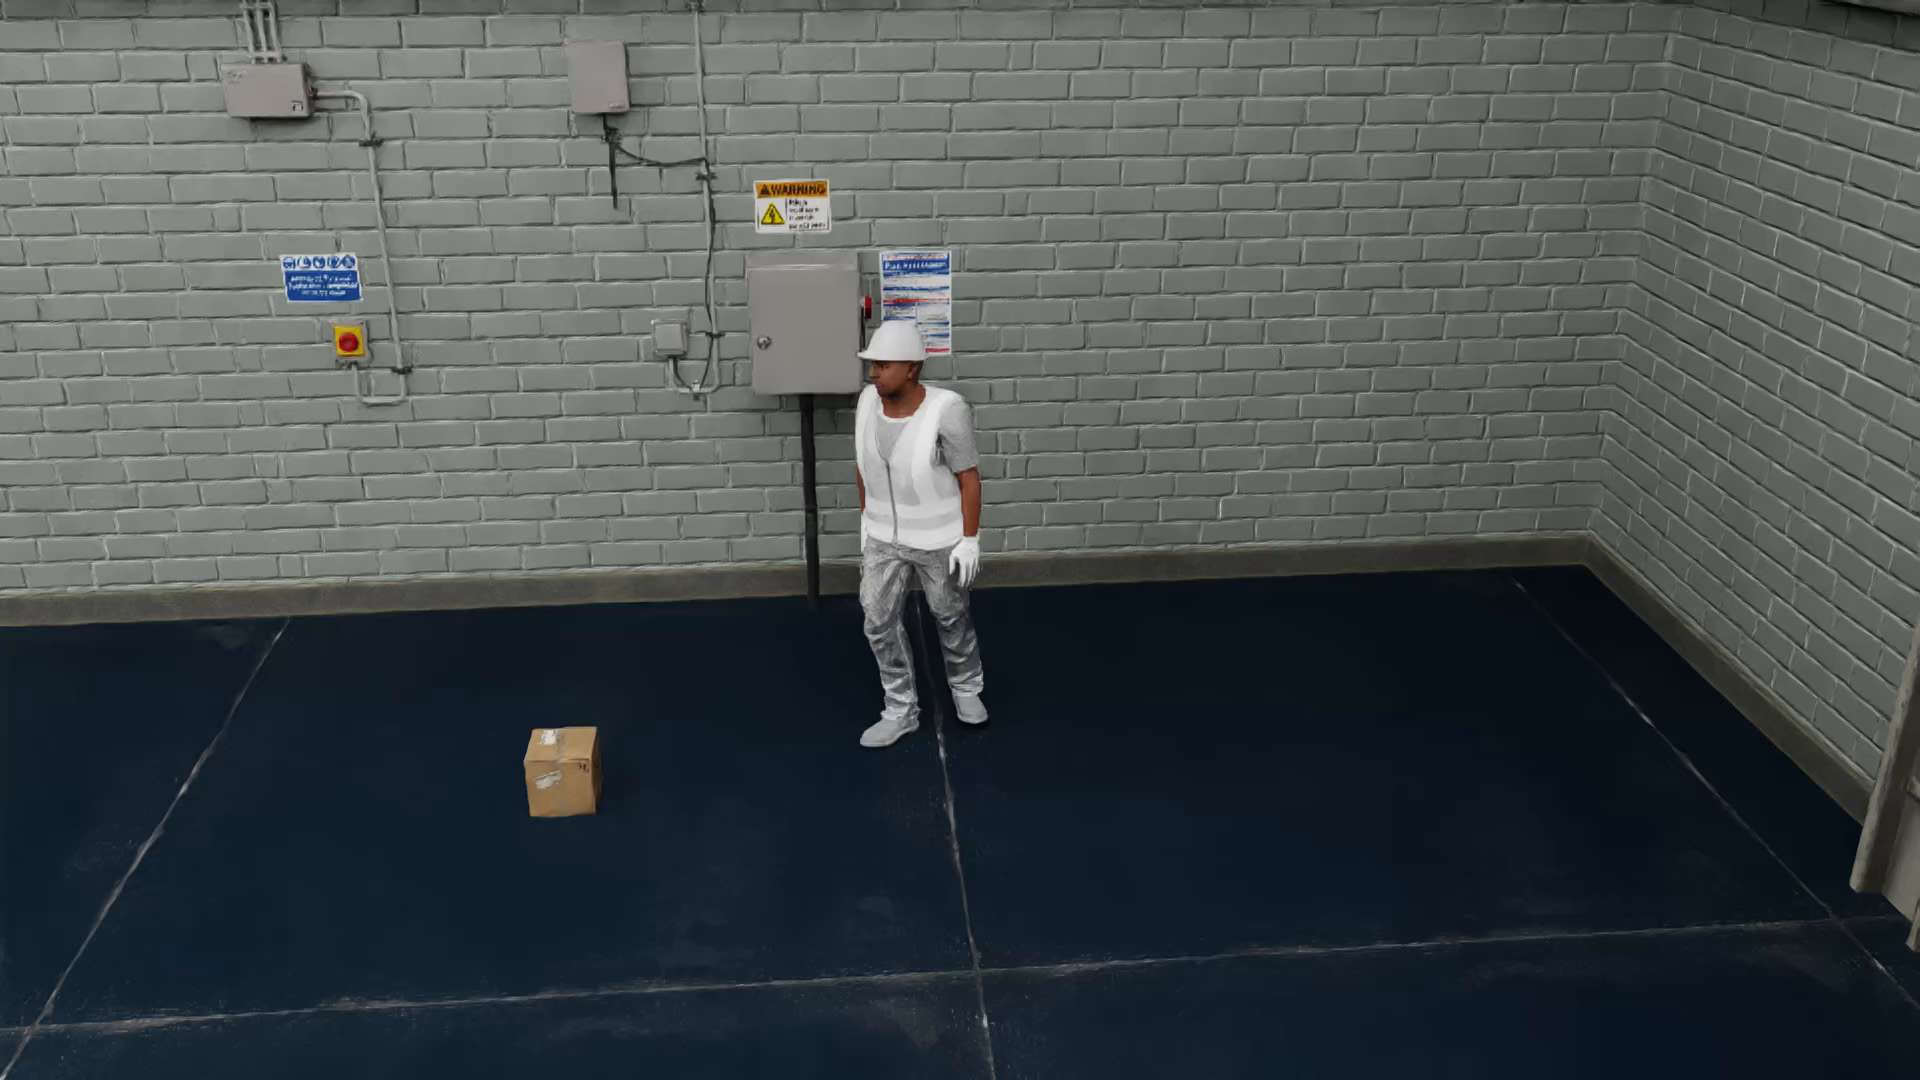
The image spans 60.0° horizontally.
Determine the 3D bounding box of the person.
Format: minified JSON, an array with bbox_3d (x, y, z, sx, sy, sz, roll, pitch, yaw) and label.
[{"bbox_3d":[-0.160,-0.031,6.650,0.585,1.776,0.587,12,26,25],"label":"person"}]
